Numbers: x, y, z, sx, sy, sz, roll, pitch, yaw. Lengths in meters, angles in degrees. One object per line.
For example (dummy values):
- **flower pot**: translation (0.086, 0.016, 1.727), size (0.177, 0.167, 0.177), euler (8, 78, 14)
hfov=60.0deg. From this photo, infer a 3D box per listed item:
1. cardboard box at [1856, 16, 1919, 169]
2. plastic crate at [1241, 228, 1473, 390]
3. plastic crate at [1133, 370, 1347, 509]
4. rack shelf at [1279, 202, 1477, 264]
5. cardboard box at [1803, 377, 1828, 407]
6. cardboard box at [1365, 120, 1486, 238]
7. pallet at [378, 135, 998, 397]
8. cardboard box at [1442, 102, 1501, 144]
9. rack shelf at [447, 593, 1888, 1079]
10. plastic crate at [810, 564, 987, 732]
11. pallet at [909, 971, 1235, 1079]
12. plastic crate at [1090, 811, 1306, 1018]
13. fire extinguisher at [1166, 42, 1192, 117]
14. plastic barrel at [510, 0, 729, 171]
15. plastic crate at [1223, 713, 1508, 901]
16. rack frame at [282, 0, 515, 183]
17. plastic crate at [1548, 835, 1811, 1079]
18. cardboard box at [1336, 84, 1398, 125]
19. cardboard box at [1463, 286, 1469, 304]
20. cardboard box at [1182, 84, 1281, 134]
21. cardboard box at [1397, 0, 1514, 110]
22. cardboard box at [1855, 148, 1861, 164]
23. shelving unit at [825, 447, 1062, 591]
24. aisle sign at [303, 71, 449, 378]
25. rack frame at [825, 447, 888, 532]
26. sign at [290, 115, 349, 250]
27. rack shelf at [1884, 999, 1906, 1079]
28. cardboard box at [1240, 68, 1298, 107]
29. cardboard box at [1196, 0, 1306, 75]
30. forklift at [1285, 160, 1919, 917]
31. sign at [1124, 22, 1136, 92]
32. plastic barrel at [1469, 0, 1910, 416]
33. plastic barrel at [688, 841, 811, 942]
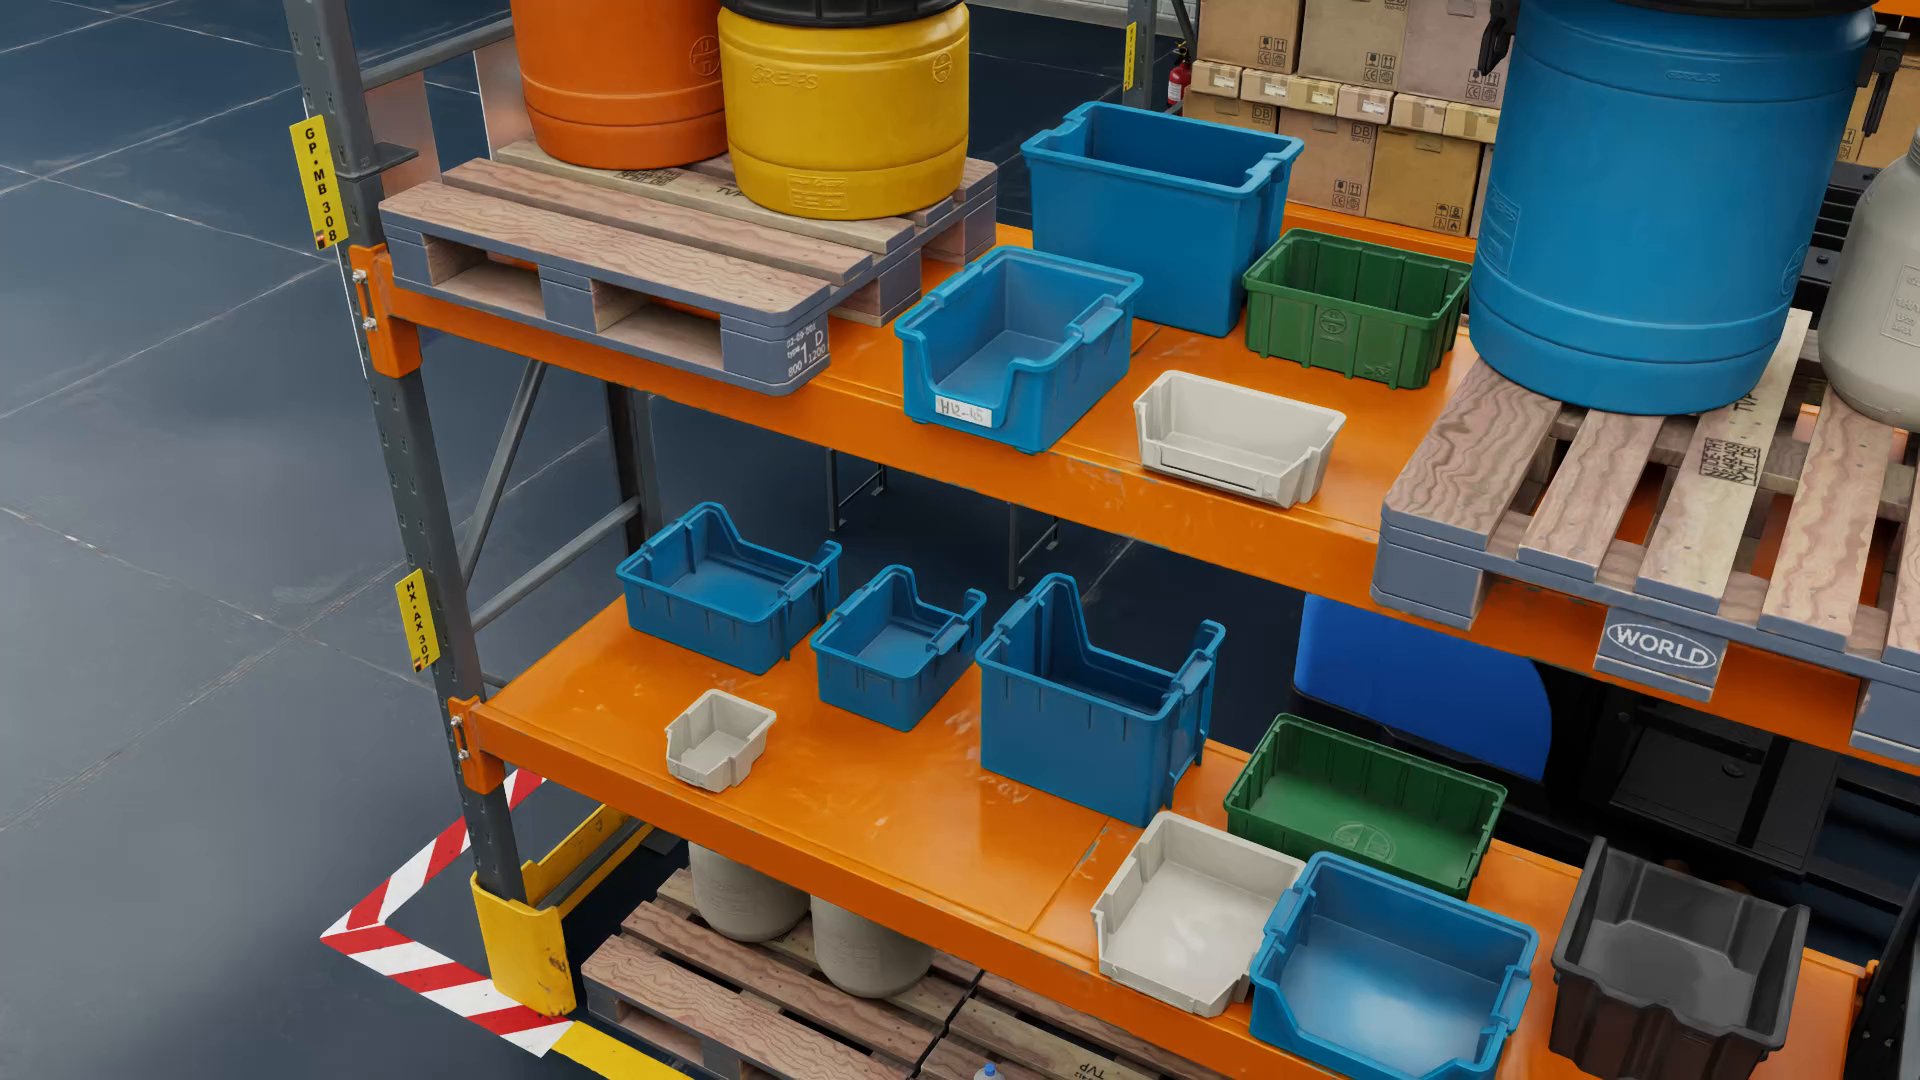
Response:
- **cardboard box**: translation (4.216, -1.890, 7.121), size (0.500, 0.500, 0.700), euler (18, 38, 25)
- **plastic crate**: translation (0.908, -0.532, 3.827), size (0.450, 0.188, 0.336), euler (18, 37, 24)
- **plastic crate**: translation (0.549, -0.192, 3.364), size (0.396, 0.136, 0.243), euler (18, 37, 24)
- **rack shelf**: translation (2.868, -1.440, 8.355), size (4.000, 0.370, 1.077), euler (18, 37, 24)
- **cardboard box**: translation (4.357, -0.810, 8.185), size (0.500, 0.500, 0.500), euler (18, 37, 24)
- **cardboard box**: translation (2.417, -1.915, 8.329), size (0.500, 0.500, 0.700), euler (18, 38, 25)
- **pallet**: translation (-0.660, -0.802, 4.212), size (1.213, 0.211, 1.003), euler (18, 37, 24)
- **cardboard box**: translation (2.484, -2.036, 7.926), size (0.250, 0.149, 0.380), euler (17, 37, 24)
- **rack shelf**: translation (0.407, 0.943, 4.777), size (4.000, 0.370, 1.077), euler (18, 37, 24)
- **plastic crate**: translation (-0.186, 0.330, 5.182), size (0.408, 0.251, 0.499), euler (18, 37, 24)
- **pallet**: translation (0.517, 1.814, 5.335), size (1.213, 0.211, 1.003), euler (18, 37, 24)
- **plastic crate**: translation (0.608, 0.978, 4.312), size (0.437, 0.136, 0.530), euler (18, 37, 24)
- **fire extinguisher**: translation (1.259, -2.513, 9.388), size (0.183, 0.674, 0.296), euler (18, 37, 24)
- **plastic barrel**: translation (-0.845, -1.436, 4.228), size (0.708, 0.830, 0.600), euler (18, 37, 24)
- **plastic crate**: translation (1.105, 0.772, 4.575), size (0.662, 0.188, 0.450), euler (18, 37, 24)
- **rack frame**: translation (-1.330, -2.404, 3.741), size (0.127, 3.000, 1.000), euler (18, 37, 24)
- **plastic crate**: translation (1.752, 1.014, 4.077), size (0.504, 0.338, 0.767), euler (18, 37, 24)
- **cardboard box**: translation (2.030, -2.178, 8.139), size (0.250, 0.149, 0.380), euler (17, 37, 24)
- **cardboard box**: translation (2.362, -1.109, 8.635), size (0.500, 0.500, 0.500), euler (18, 37, 24)
- **cardboard box**: translation (1.530, -2.196, 8.752), size (0.500, 0.500, 0.700), euler (18, 37, 24)
- **cardboard box**: translation (2.474, -2.442, 7.950), size (0.500, 0.500, 0.700), euler (18, 38, 25)
- **cardboard box**: translation (3.819, -1.612, 7.290), size (0.250, 0.149, 0.380), euler (16, 37, 23)
- **shelving unit**: translation (-0.074, -0.648, 7.870), size (1.048, 1.500, 0.538), euler (18, 37, 24)
- **aisle sign**: translation (-1.538, -0.868, 4.501), size (0.004, 0.787, 0.394), euler (18, 37, 24)
- **rack frame**: translation (-0.515, -0.788, 8.079), size (0.032, 1.500, 0.500), euler (18, 37, 24)
- **sign**: translation (-1.607, -0.895, 4.174), size (0.005, 0.325, 0.100), euler (18, 37, 24)
- **rack shelf**: translation (3.880, 2.043, 3.125), size (4.000, 0.370, 1.077), euler (18, 37, 24)
- **cardboard box**: translation (1.596, -2.318, 8.349), size (0.250, 0.149, 0.380), euler (17, 37, 23)
- **cardboard box**: translation (1.576, -2.722, 8.370), size (0.500, 0.500, 0.700), euler (18, 38, 25)
- **forklift**: translation (2.865, -0.139, 5.815), size (3.031, 2.935, 1.130), euler (20, 39, 27)
- **sign**: translation (0.851, -2.417, 8.321), size (0.005, 0.325, 0.100), euler (18, 37, 24)
- **plastic barrel**: translation (1.332, -0.764, 3.153), size (0.708, 0.901, 0.600), euler (18, 37, 24)
- **plastic barrel**: translation (-0.720, 1.098, 5.760), size (0.421, 0.512, 0.421), euler (0, 34, 0)
